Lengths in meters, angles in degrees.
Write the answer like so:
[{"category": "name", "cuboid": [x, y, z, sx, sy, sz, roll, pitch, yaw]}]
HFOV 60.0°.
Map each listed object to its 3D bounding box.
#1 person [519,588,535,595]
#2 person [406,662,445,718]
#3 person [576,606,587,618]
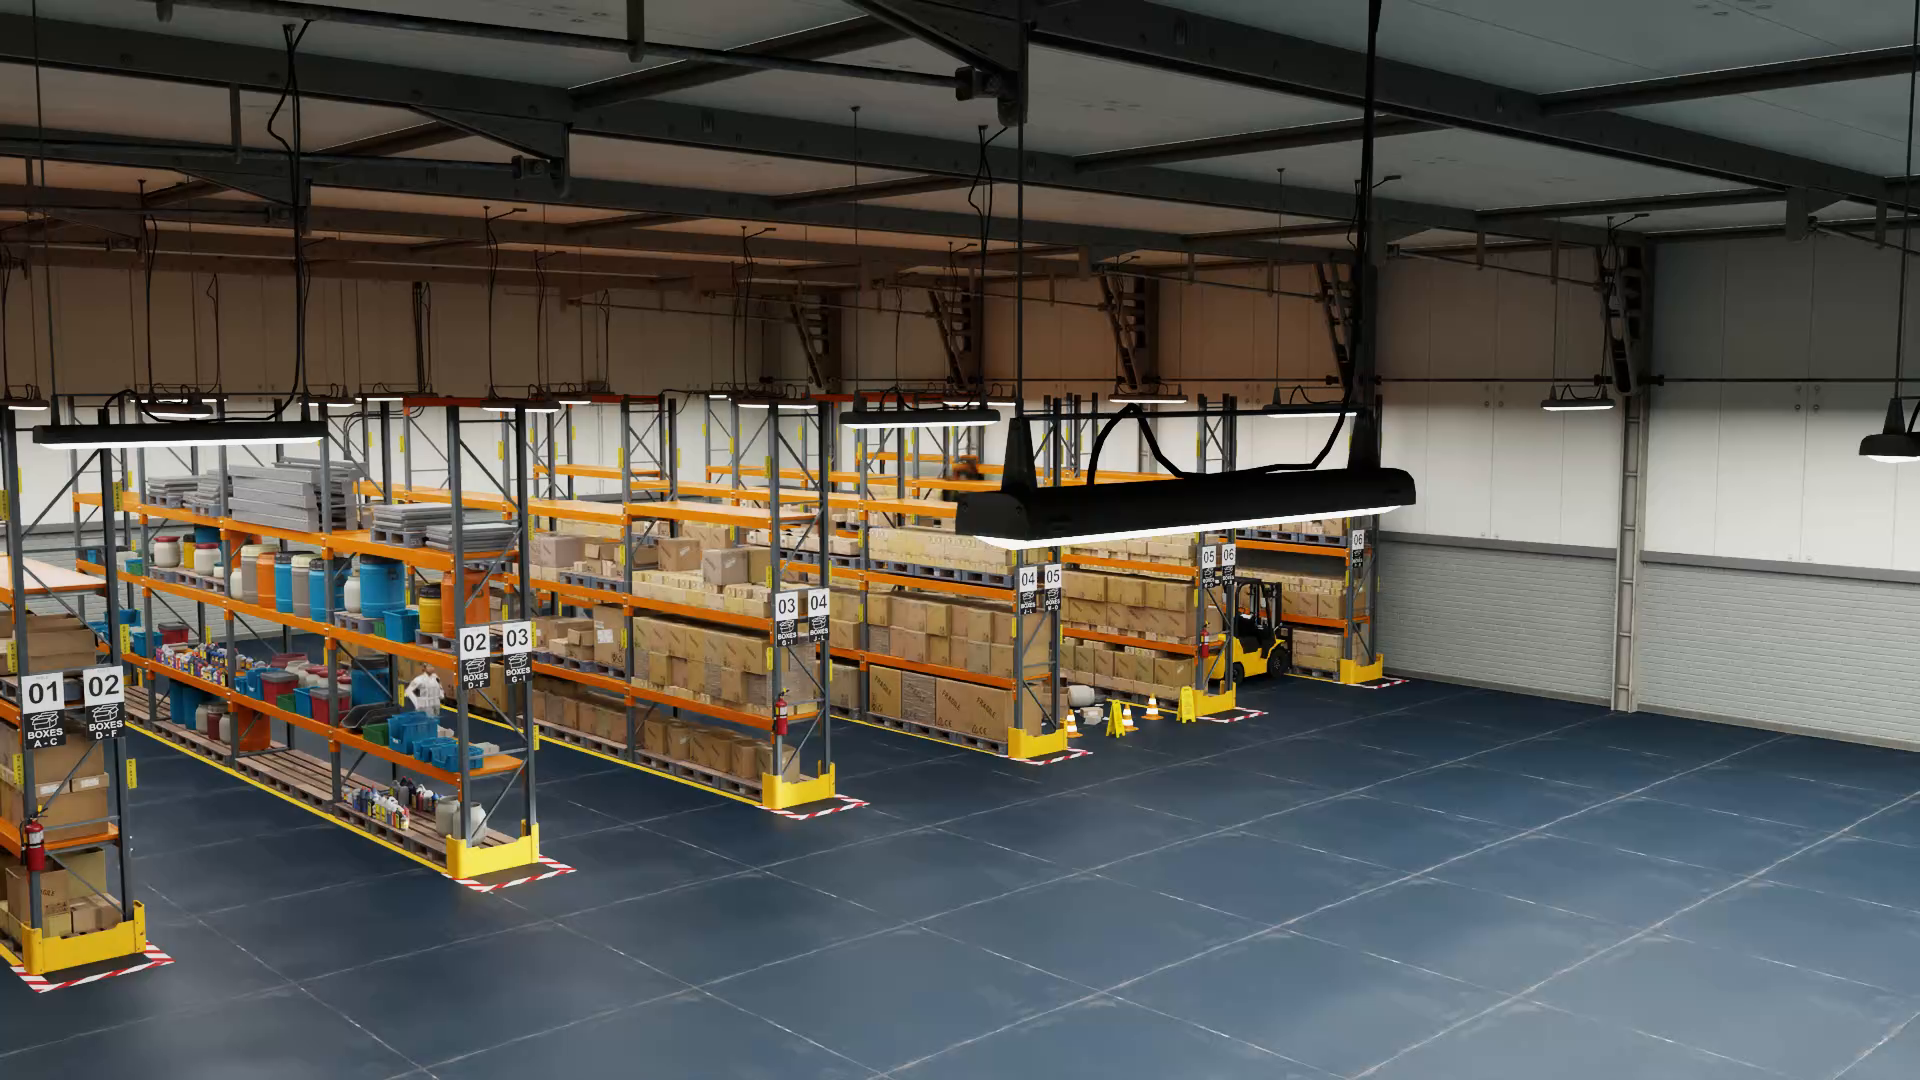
[{"category": "person", "cuboid": [-10.515, 1.700, 40.165, 0.593, 1.552, 0.484, 3, 6, 31]}, {"category": "person", "cuboid": [-8.887, 2.801, 27.936, 0.562, 1.657, 0.599, 3, 7, 32]}, {"category": "person", "cuboid": [-9.696, 1.377, 42.198, 0.634, 1.799, 0.937, 2, 6, 21]}]
